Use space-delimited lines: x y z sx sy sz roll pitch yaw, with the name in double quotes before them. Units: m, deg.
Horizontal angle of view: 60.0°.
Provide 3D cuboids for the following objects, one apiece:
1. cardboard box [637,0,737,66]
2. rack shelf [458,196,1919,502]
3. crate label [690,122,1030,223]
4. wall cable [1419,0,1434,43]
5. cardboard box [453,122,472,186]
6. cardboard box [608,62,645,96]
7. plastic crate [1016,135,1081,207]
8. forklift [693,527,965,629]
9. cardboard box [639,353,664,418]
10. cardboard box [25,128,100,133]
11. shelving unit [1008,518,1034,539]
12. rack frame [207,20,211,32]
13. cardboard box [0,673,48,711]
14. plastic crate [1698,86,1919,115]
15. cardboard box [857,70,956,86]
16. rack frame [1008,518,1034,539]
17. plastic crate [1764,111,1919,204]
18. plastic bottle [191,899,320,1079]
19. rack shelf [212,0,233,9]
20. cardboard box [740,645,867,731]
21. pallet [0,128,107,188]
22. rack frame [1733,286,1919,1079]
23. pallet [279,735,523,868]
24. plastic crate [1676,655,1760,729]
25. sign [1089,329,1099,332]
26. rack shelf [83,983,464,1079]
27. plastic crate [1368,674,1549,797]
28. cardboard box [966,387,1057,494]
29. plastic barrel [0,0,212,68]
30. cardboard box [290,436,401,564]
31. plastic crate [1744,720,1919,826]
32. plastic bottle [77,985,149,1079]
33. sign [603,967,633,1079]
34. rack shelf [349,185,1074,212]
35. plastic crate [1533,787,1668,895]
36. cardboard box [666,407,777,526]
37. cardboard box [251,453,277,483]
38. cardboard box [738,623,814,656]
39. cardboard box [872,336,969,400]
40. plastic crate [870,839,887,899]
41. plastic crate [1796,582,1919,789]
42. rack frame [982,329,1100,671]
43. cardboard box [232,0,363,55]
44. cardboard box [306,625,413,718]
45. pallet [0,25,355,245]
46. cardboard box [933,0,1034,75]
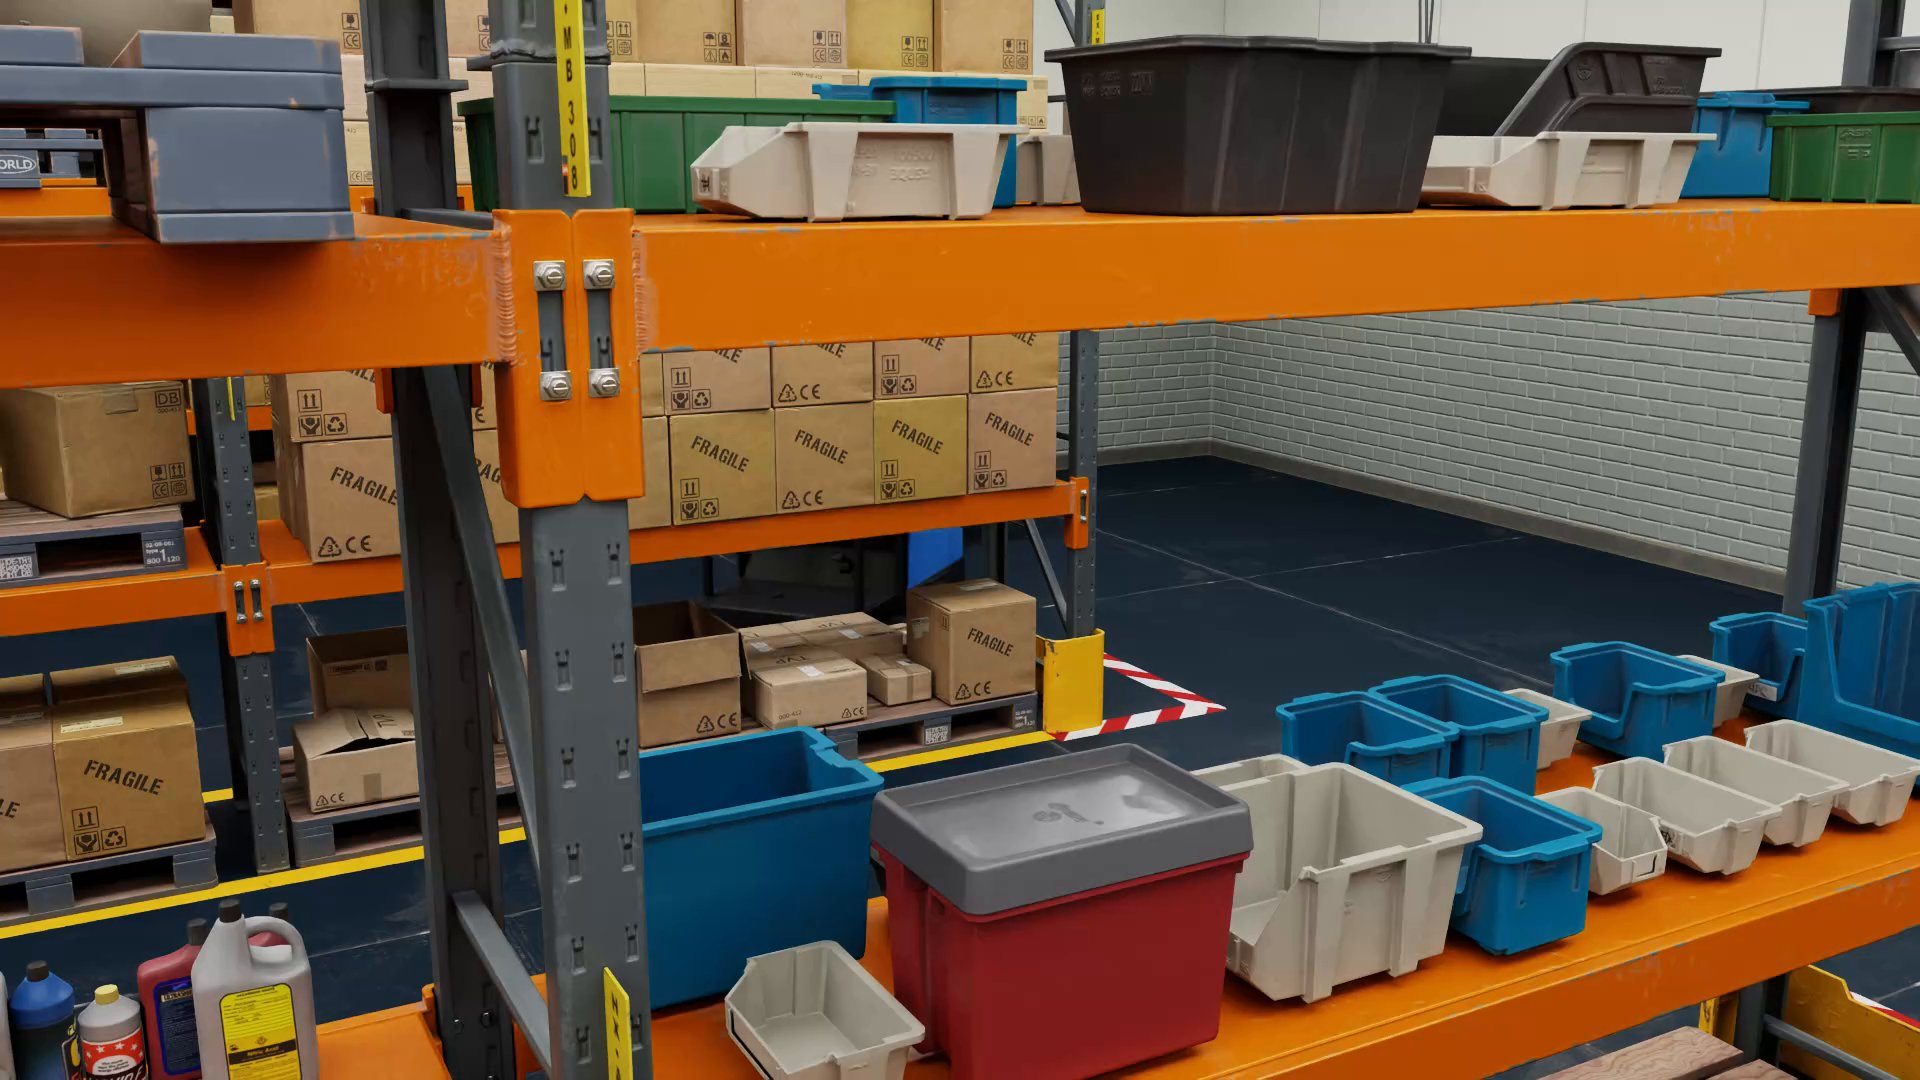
"cardboard box" -1.380 -2.389 7.556 0.500 0.500 0.700 -7 14 -28
"rack shelf" 1.028 -0.537 3.472 4.000 0.370 1.077 -7 14 -28
"crate label" -0.159 -0.545 2.469 0.466 0.136 0.293 -7 14 -28
"wall cable" 3.172 -3.483 15.161 0.112 2.526 3.097 -7 14 -28
"cardboard box" -2.111 -1.615 6.964 0.500 0.250 0.500 -7 14 -28
"cardboard box" -1.669 -1.910 7.137 0.500 0.250 0.500 -7 14 -28
"plastic crate" 0.207 -0.757 3.408 0.466 0.136 0.293 -7 14 -28
"forklift" -0.955 -0.761 9.817 1.130 2.935 3.031 5 13 20
"cardboard box" -1.645 -0.810 7.371 0.500 0.500 0.500 -7 15 -30
"cardboard box" -3.575 -1.897 6.461 0.600 0.600 0.600 -8 15 -33
"shelving unit" 0.006 -0.549 12.989 1.048 1.125 0.538 -7 14 -28
"rack frame" -3.097 -3.096 6.372 0.127 3.000 1.000 -7 14 -28
"cardboard box" -4.102 0.897 6.981 0.500 0.500 0.500 -7 14 -27
"plastic crate" 2.312 -1.048 4.401 0.590 0.269 0.497 -7 14 -28
"cardboard box" -0.354 -2.069 7.841 0.500 0.250 0.500 -7 14 -28
"rack frame" 0.452 -0.603 13.226 0.032 1.125 0.500 -7 14 -28
"plastic crate" 2.055 -0.837 3.646 0.336 0.188 0.450 -7 14 -28
"plastic bottle" -1.227 0.788 2.887 0.185 0.351 0.144 -7 14 -28
"rack shelf" -3.719 -3.715 11.670 4.000 0.370 1.077 -7 14 -28
"cardboard box" -0.794 0.735 8.271 0.500 0.250 0.500 -7 14 -28
"pallet" -3.704 -1.486 6.478 1.003 0.211 1.213 -7 14 -28
"rack frame" 2.784 0.365 4.658 0.127 3.000 1.000 -7 14 -28
"pallet" -2.494 1.119 7.657 1.213 0.211 1.003 -7 14 -28
"plastic crate" 2.088 0.444 4.767 0.298 0.136 0.250 -7 14 -28
"sign" 0.662 -1.200 8.254 0.005 0.325 0.100 -7 14 -28
"rack shelf" -2.483 1.347 1.932 4.000 0.370 1.077 -7 14 -28
"plastic crate" 1.253 0.518 4.220 0.300 0.233 0.416 -7 14 -28
"cardboard box" 0.151 -0.540 8.447 0.500 0.500 0.500 -6 14 -26
"plastic barrel" -1.309 -0.942 2.366 0.433 0.535 0.433 0 13 0
"cardboard box" -2.520 -0.220 7.025 0.500 0.500 0.500 -6 14 -26
"plastic crate" 2.155 0.585 4.144 0.243 0.136 0.396 -7 14 -28
"plastic bottle" -1.463 0.868 2.871 0.097 0.201 0.097 0 13 0
"sign" -0.465 0.757 2.285 0.005 0.325 0.100 -7 14 -28
"rack shelf" -1.342 -1.492 7.716 4.000 0.370 1.077 -7 14 -28
"plastic crate" 1.410 0.681 3.715 0.250 0.136 0.298 -7 14 -28
"cardboard box" -1.186 -0.380 7.738 0.500 0.500 0.500 -7 14 -29
"cardboard box" -4.991 -0.508 11.792 0.250 0.149 0.380 -7 14 -28
"cardboard box" -1.077 0.644 8.676 0.500 0.250 0.500 -7 14 -28
"cardboard box" -0.288 -0.974 8.100 0.500 0.500 0.500 -6 14 -26
"plastic crate" 0.126 0.721 3.565 0.590 0.125 0.437 -7 14 -28
"plastic crate" 2.579 0.389 4.331 0.499 0.435 0.616 -7 14 -28
"rack frame" 0.413 -0.590 8.901 0.127 3.000 1.000 -7 14 -28
"cardboard box" -2.689 -2.228 6.841 0.500 0.500 0.700 -7 14 -28
"cardboard box" -2.733 0.721 7.766 0.500 0.500 0.500 -7 14 -28
"pallet" -1.369 -0.485 2.029 1.003 0.211 1.213 -7 14 -28
"cardboard box" -0.030 -2.533 8.197 0.500 0.500 0.700 -7 14 -28
